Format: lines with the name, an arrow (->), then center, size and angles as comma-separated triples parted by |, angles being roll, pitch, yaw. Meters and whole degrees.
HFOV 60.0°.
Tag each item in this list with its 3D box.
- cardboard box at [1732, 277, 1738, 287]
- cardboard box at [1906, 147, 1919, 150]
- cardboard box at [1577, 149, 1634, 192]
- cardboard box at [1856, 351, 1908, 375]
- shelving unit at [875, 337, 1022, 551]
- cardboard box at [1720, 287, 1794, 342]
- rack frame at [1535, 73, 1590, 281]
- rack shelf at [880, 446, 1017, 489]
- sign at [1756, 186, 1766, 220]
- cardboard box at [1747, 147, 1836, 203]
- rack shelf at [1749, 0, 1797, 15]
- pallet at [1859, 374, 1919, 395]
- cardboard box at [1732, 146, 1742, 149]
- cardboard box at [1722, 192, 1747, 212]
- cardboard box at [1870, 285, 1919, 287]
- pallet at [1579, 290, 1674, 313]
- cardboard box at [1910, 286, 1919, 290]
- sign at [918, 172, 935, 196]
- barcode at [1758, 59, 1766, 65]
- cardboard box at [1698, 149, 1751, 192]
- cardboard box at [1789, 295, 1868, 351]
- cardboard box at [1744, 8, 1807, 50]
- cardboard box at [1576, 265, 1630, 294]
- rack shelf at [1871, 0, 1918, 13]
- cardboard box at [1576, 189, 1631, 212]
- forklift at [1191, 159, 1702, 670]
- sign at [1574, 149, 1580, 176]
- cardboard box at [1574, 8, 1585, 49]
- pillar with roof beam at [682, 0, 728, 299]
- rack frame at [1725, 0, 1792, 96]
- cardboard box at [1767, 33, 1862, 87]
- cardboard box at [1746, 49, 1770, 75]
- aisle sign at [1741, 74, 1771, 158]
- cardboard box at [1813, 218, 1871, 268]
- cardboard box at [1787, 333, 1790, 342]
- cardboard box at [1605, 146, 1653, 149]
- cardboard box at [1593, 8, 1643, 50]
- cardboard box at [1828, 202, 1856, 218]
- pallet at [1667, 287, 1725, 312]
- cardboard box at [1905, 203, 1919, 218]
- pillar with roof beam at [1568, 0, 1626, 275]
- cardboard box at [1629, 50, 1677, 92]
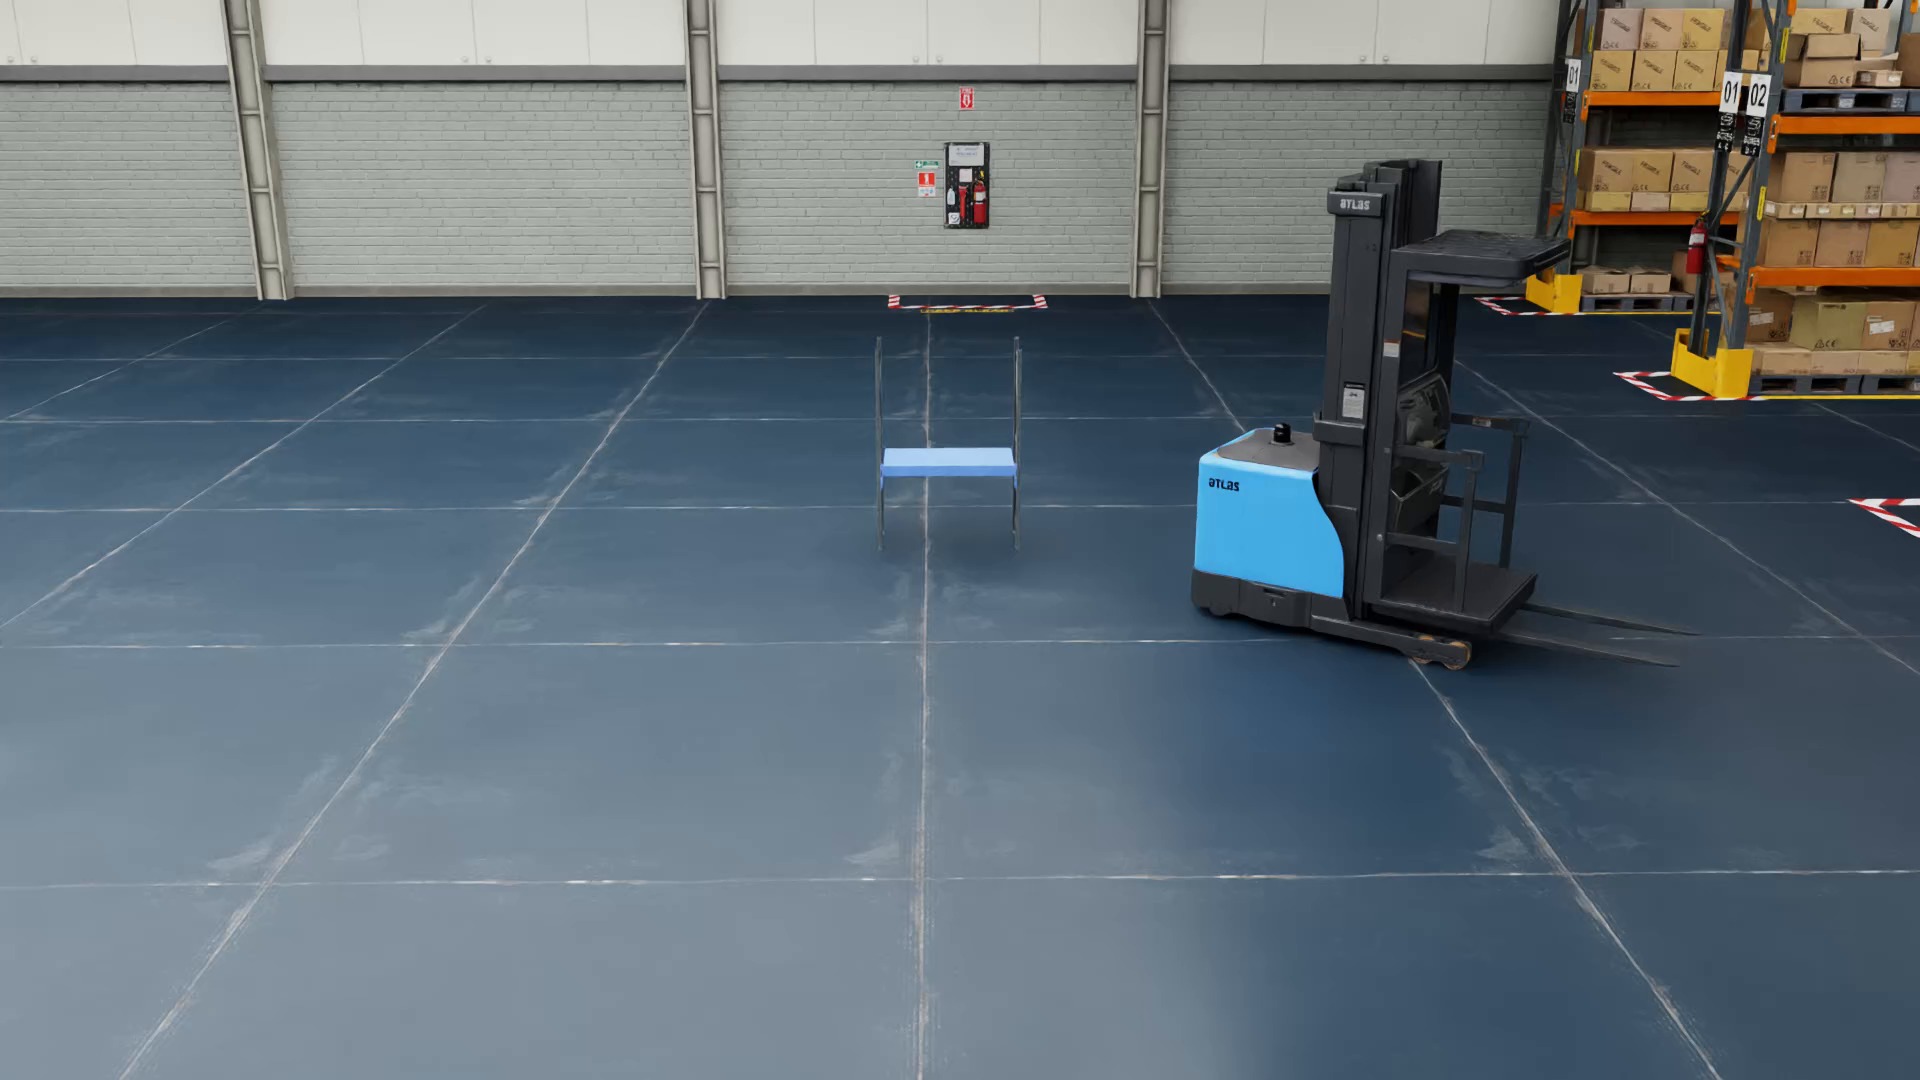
cardboard box -> 10.284, -3.453, 22.349 | 0.250, 0.149, 0.380 | -2, 18, -5
cardboard box -> 10.016, -3.744, 17.021 | 0.500, 0.500, 0.700 | 0, 18, -1
cardboard box -> 8.366, -4.789, 21.552 | 0.500, 0.500, 0.500 | 0, 18, -1
cardboard box -> 9.505, -1.902, 17.380 | 0.500, 0.250, 0.500 | 0, 18, -1
shelving unit -> -0.085, -0.714, 12.317 | 1.048, 1.500, 0.538 | 0, 18, -1
cardboard box -> 8.497, -2.412, 17.742 | 0.500, 0.500, 0.500 | 0, 18, -1
rack frame -> 7.884, -4.584, 21.926 | 0.127, 3.000, 1.000 | 0, 18, -1
rack shelf -> -0.085, -0.542, 12.372 | 1.000, 0.185, 0.538 | 0, 18, -1
sign -> 7.968, -3.351, 16.536 | 0.005, 0.325, 0.100 | 0, 18, -1
cardboard box -> 8.486, -3.735, 16.992 | 0.500, 0.500, 0.700 | 0, 18, -1
rack shelf -> 9.965, -5.404, 16.494 | 4.000, 0.370, 1.077 | 0, 18, -1
pallet -> 9.947, -1.764, 17.702 | 1.213, 0.211, 1.003 | 0, 18, -1
cardboard box -> 10.394, -4.958, 22.076 | 0.500, 0.500, 0.500 | 0, 18, 1
cardboard box -> 9.911, -4.436, 21.679 | 0.500, 0.250, 0.500 | 0, 18, 0
cardboard box -> 12.619, -3.631, 22.327 | 0.500, 0.500, 0.700 | 0, 18, 1
pallet -> 8.773, -3.249, 22.331 | 1.213, 0.211, 1.003 | 0, 18, -1
cardboard box -> 10.497, -2.426, 17.787 | 0.500, 0.500, 0.500 | 0, 18, -1
sign -> -0.455, -4.868, 22.753 | 0.234, 0.329, 0.001 | 0, 18, -1
barcode -> 8.260, -4.924, 17.126 | 0.075, 0.075, 0.001 | 0, 18, -1
cardboard box -> 9.893, -4.795, 21.571 | 0.500, 0.500, 0.500 | 0, 18, 1
cardboard box -> 9.005, -2.256, 17.256 | 0.500, 0.500, 0.500 | 0, 18, -1
cardboard box -> 10.317, -6.468, 21.055 | 0.500, 0.500, 0.500 | -1, 18, -3
cardboard box -> 8.577, -3.489, 22.194 | 0.500, 0.311, 0.500 | -2, 18, -7
rack shelf -> 13.883, -6.936, 21.270 | 4.000, 0.370, 1.077 | 0, 18, -1
cardboard box -> 8.377, -4.427, 21.650 | 0.500, 0.250, 0.500 | -1, 18, -2
forklift -> 3.048, -0.793, 10.221 | 3.031, 2.935, 1.130 | 11, 21, 31
sign -> 7.892, -4.830, 21.277 | 0.005, 0.325, 0.100 | 0, 18, -1
cardboard box -> 8.311, -6.627, 21.552 | 0.500, 0.500, 0.500 | 1, 18, 2
pillar with roof beam -> -3.361, -6.335, 17.564 | 0.400, 9.000, 9.100 | 0, 18, -1
rack frame -> 7.966, -5.927, 16.293 | 0.127, 3.000, 1.000 | 0, 18, -1
cardboard box -> 8.540, -4.816, 16.654 | 0.637, 0.503, 0.797 | 1, 18, 3
cardboard box -> 10.323, -5.998, 21.226 | 0.500, 0.500, 0.500 | -1, 18, -3
aisle sign -> 7.905, -4.215, 16.520 | 0.004, 0.787, 0.394 | 0, 18, -1
cardboard box -> 8.958, -3.121, 17.201 | 0.500, 0.500, 0.700 | 0, 18, 1
cardboard box -> 8.997, -2.060, 17.873 | 0.500, 0.250, 0.500 | 0, 18, -1
cardboard box -> 8.855, -4.945, 22.039 | 0.500, 0.500, 0.500 | 0, 18, 0
cardboard box -> 8.273, -6.473, 21.071 | 0.500, 0.500, 0.500 | -2, 18, -5
cardboard box -> 8.875, -3.366, 16.905 | 0.250, 0.149, 0.380 | 0, 18, -1
pallet -> 9.989, -3.254, 22.347 | 1.213, 0.211, 1.003 | 0, 18, -1
cardboard box -> 9.649, -3.370, 16.917 | 0.250, 0.149, 0.380 | -1, 18, -2
pillar with roof beam -> 8.638, -6.393, 17.745 | 0.400, 9.000, 9.100 | 0, 18, -1
cardboard box -> 8.760, -5.986, 21.190 | 0.500, 0.500, 0.500 | 1, 18, 3
